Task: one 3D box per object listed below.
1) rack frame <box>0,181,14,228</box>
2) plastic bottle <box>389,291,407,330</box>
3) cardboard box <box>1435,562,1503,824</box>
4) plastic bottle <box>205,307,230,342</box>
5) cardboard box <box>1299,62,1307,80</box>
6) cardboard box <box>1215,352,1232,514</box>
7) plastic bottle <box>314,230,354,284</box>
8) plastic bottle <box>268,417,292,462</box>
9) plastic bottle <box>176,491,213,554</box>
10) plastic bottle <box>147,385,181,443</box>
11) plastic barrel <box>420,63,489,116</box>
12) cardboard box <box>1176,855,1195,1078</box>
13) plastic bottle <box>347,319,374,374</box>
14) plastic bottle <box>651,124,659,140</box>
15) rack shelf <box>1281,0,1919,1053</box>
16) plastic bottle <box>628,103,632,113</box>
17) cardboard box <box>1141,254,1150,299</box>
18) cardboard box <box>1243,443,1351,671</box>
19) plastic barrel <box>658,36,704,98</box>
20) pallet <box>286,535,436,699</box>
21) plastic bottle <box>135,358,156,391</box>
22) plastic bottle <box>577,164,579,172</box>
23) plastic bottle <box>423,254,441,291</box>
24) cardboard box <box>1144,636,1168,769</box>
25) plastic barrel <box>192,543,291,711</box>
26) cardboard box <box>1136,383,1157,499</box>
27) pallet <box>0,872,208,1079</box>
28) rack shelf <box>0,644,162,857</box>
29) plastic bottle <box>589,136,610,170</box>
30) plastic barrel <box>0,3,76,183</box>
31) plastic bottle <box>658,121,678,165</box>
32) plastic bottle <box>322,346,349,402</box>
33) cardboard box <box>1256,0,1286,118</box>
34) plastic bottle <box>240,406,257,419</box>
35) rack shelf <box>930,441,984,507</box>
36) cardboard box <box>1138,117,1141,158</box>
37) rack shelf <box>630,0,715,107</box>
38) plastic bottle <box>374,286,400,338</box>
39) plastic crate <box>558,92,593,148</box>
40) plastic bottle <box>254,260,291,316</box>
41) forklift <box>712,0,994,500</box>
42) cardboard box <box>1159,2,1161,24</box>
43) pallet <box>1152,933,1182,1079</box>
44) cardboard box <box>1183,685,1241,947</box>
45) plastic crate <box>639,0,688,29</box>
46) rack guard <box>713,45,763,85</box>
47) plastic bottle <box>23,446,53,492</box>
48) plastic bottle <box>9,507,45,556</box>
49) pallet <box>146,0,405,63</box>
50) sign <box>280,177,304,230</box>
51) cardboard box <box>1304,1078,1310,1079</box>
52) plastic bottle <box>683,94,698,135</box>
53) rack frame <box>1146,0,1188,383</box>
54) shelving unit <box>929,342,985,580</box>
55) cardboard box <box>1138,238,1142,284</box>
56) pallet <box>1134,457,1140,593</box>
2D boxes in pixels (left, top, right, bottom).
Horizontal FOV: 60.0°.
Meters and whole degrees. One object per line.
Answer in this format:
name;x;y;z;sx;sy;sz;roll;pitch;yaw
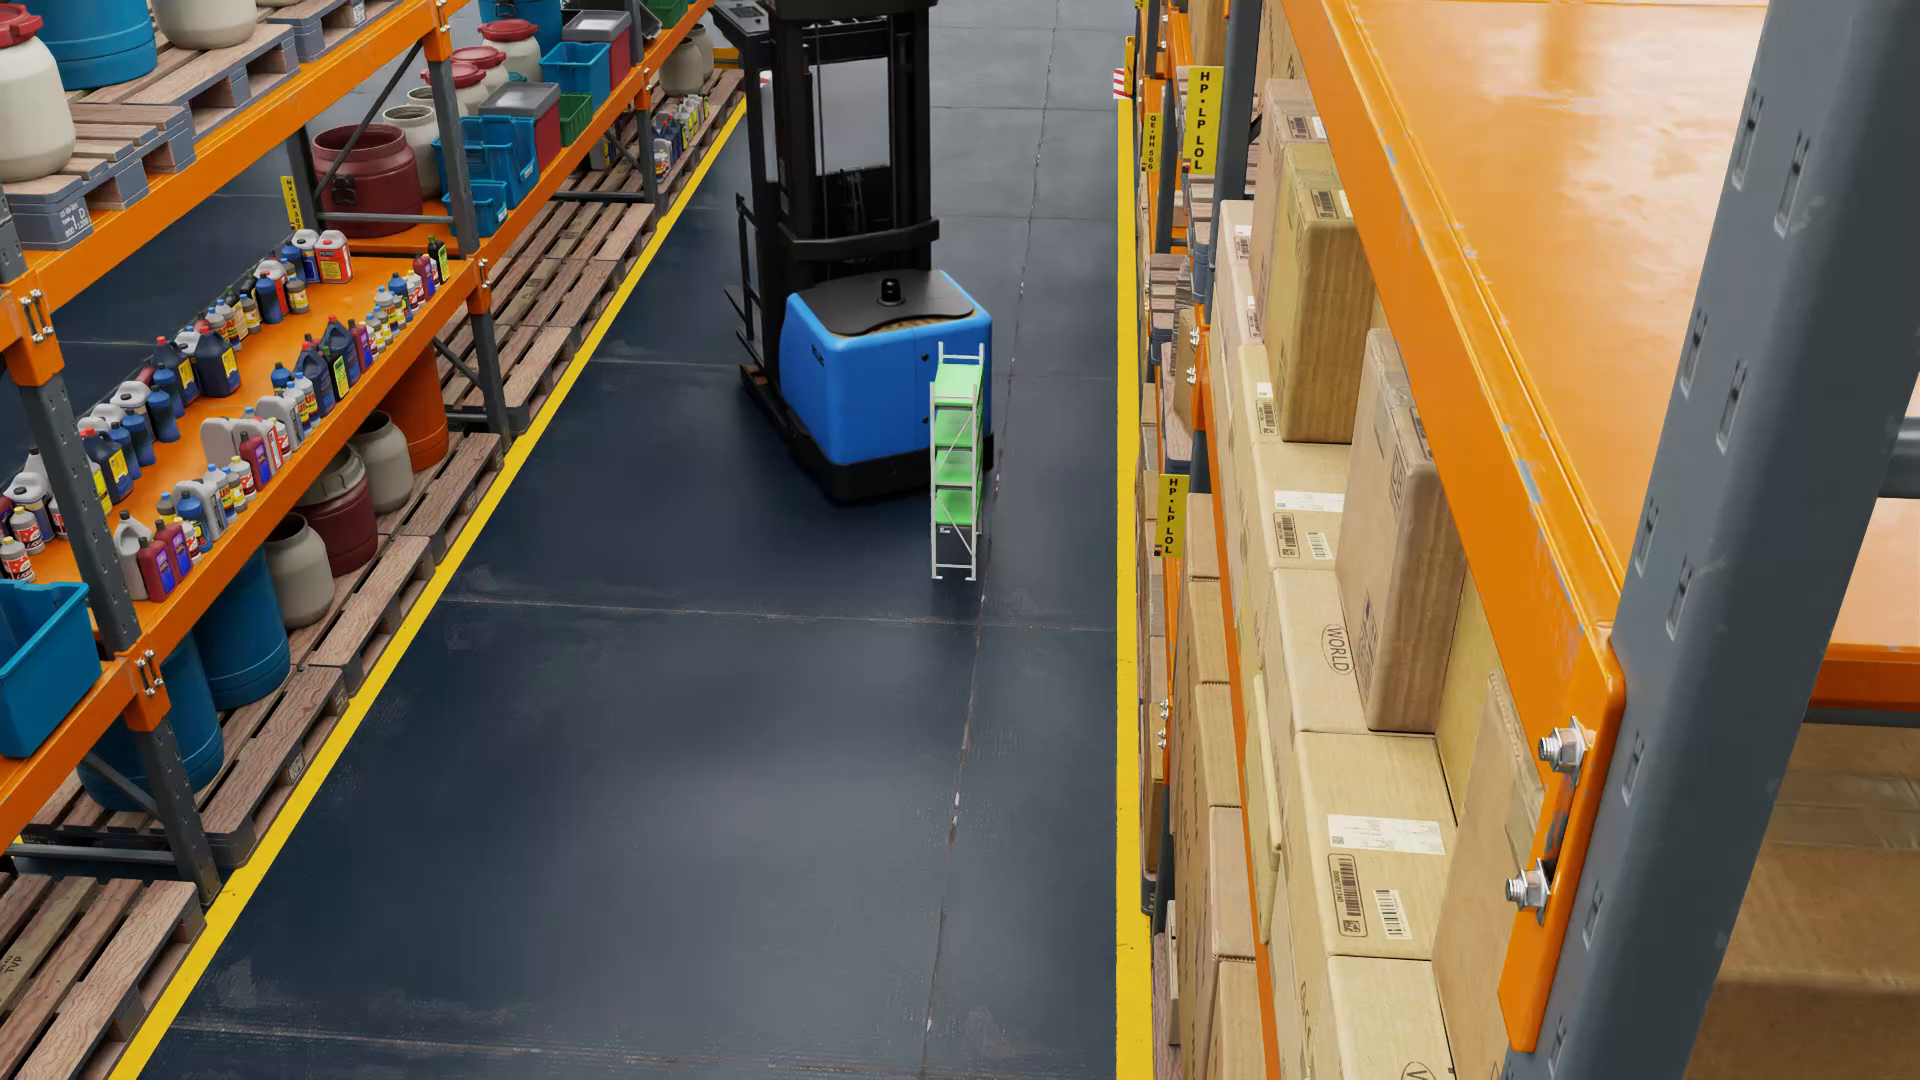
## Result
rack frame;-3.659;-2.333;4.739;1.000;3.000;0.127;2;32;4
plastic bottle;-3.011;-1.224;8.846;0.097;0.201;0.097;0;32;0
cardboard box;1.103;0.253;2.353;0.700;0.500;0.500;2;32;4
plastic bottle;-3.802;-1.061;8.516;0.097;0.271;0.097;0;32;0
cardboard box;1.276;-1.055;4.476;0.700;0.500;0.500;2;32;4
cardboard box;0.947;-0.274;4.400;0.500;0.250;0.500;2;32;4
plastic bottle;-3.539;-1.599;9.385;0.152;0.276;0.135;2;32;4
plastic bottle;-3.129;-0.464;7.614;0.097;0.201;0.097;0;32;0
plastic bottle;-3.194;-0.080;6.924;0.097;0.271;0.097;0;32;0
plastic bottle;-3.722;-0.595;7.760;0.097;0.271;0.097;0;32;0
plastic barrel;-3.399;-2.920;11.279;0.433;0.535;0.433;0;32;0
cardboard box;0.883;1.176;4.668;0.500;0.500;0.500;2;32;4
plastic bottle;-3.034;-0.994;8.395;0.061;0.283;0.133;2;32;4
plastic bottle;-2.672;-3.433;14.347;0.144;0.351;0.185;2;32;4
rack shelf;1.115;-0.766;2.886;1.077;0.370;4.000;2;32;4
plastic bottle;-3.140;-4.145;15.579;0.097;0.271;0.097;0;32;0
cardboard box;1.481;-1.725;11.156;0.500;0.311;0.500;2;32;4
cardboard box;0.859;0.036;3.421;0.500;0.250;0.500;2;32;4
plastic barrel;-2.700;-4.564;16.049;0.421;0.512;0.421;0;32;0
pallet;-3.458;0.366;8.735;1.003;0.211;1.213;2;32;4
plastic bottle;-3.875;-0.719;7.949;0.061;0.283;0.133;2;32;4
plastic bottle;-3.297;-3.259;14.130;0.061;0.283;0.133;4;32;6
plastic bottle;-2.968;-1.497;9.290;0.097;0.201;0.097;0;32;0
cardboard box;1.081;0.783;7.365;0.500;0.500;0.500;3;32;4
plastic barrel;-3.540;0.281;7.815;0.600;0.901;0.708;2;32;4
cardboard box;1.282;-0.555;9.535;0.500;0.500;0.500;4;32;6
pallet;-3.680;1.794;6.418;1.003;0.211;1.213;2;32;4
rack shelf;-3.821;1.573;4.805;1.077;0.370;4.000;2;32;4
plastic bottle;-3.098;-3.365;14.237;0.144;0.351;0.185;2;32;4
plastic barrel;-3.366;-1.558;5.810;0.433;0.535;0.433;0;32;0
plastic bottle;-2.528;-3.427;14.337;0.144;0.351;0.185;3;32;5
plastic bottle;-3.060;-0.828;8.125;0.061;0.283;0.133;2;32;4
cardboard box;1.424;-1.718;6.008;0.600;0.600;0.600;2;32;3
plastic bottle;-3.273;-0.522;7.707;0.097;0.201;0.097;0;32;0
rack shelf;-0.013;-0.370;9.109;0.258;0.148;0.480;2;32;4
cardboard box;1.826;-3.532;14.623;0.500;0.250;0.500;2;32;4
rack shelf;-2.844;-4.702;14.987;1.077;0.370;4.000;2;32;4
plastic bottle;-3.019;-1.203;8.745;0.097;0.271;0.097;0;32;0
plastic crate;-2.868;-2.950;11.660;0.450;0.188;0.662;2;32;4
plastic bottle;-3.728;-1.364;9.003;0.152;0.276;0.135;2;32;4
forklift;-0.827;-2.241;10.373;1.130;2.935;3.031;-12;34;-19
cardboard box;2.040;-4.562;13.979;0.700;0.500;0.500;3;32;5
pallet;1.221;1.980;6.116;1.003;0.211;1.213;2;32;4
cardboard box;0.875;0.739;4.424;0.500;0.500;0.500;2;32;3
plastic crate;-2.615;-4.570;14.289;0.450;0.188;0.662;2;32;4
rack guard;-2.641;-4.948;17.083;1.175;0.500;0.348;2;32;4
plastic bottle;-3.910;-0.253;7.129;0.144;0.351;0.185;2;32;4
plastic bottle;-3.895;-0.044;6.932;0.097;0.201;0.097;0;32;0
pallet;-3.493;-2.672;8.328;1.003;0.211;1.213;2;32;4
sign;-3.882;-1.960;9.697;0.100;0.325;0.005;2;32;4
cardboard box;0.731;1.033;2.279;0.500;0.250;0.500;2;32;4
plastic bottle;-2.463;-3.845;15.016;0.144;0.351;0.185;4;32;6
rack frame;1.604;-1.658;9.361;1.000;3.000;0.127;2;32;4
shelving unit;-0.013;-0.424;9.075;0.258;1.200;0.503;2;32;4
cardboard box;1.567;-2.019;12.168;0.500;0.250;0.500;2;32;2
pallet;1.505;-0.082;9.462;1.003;0.211;1.213;2;32;4
